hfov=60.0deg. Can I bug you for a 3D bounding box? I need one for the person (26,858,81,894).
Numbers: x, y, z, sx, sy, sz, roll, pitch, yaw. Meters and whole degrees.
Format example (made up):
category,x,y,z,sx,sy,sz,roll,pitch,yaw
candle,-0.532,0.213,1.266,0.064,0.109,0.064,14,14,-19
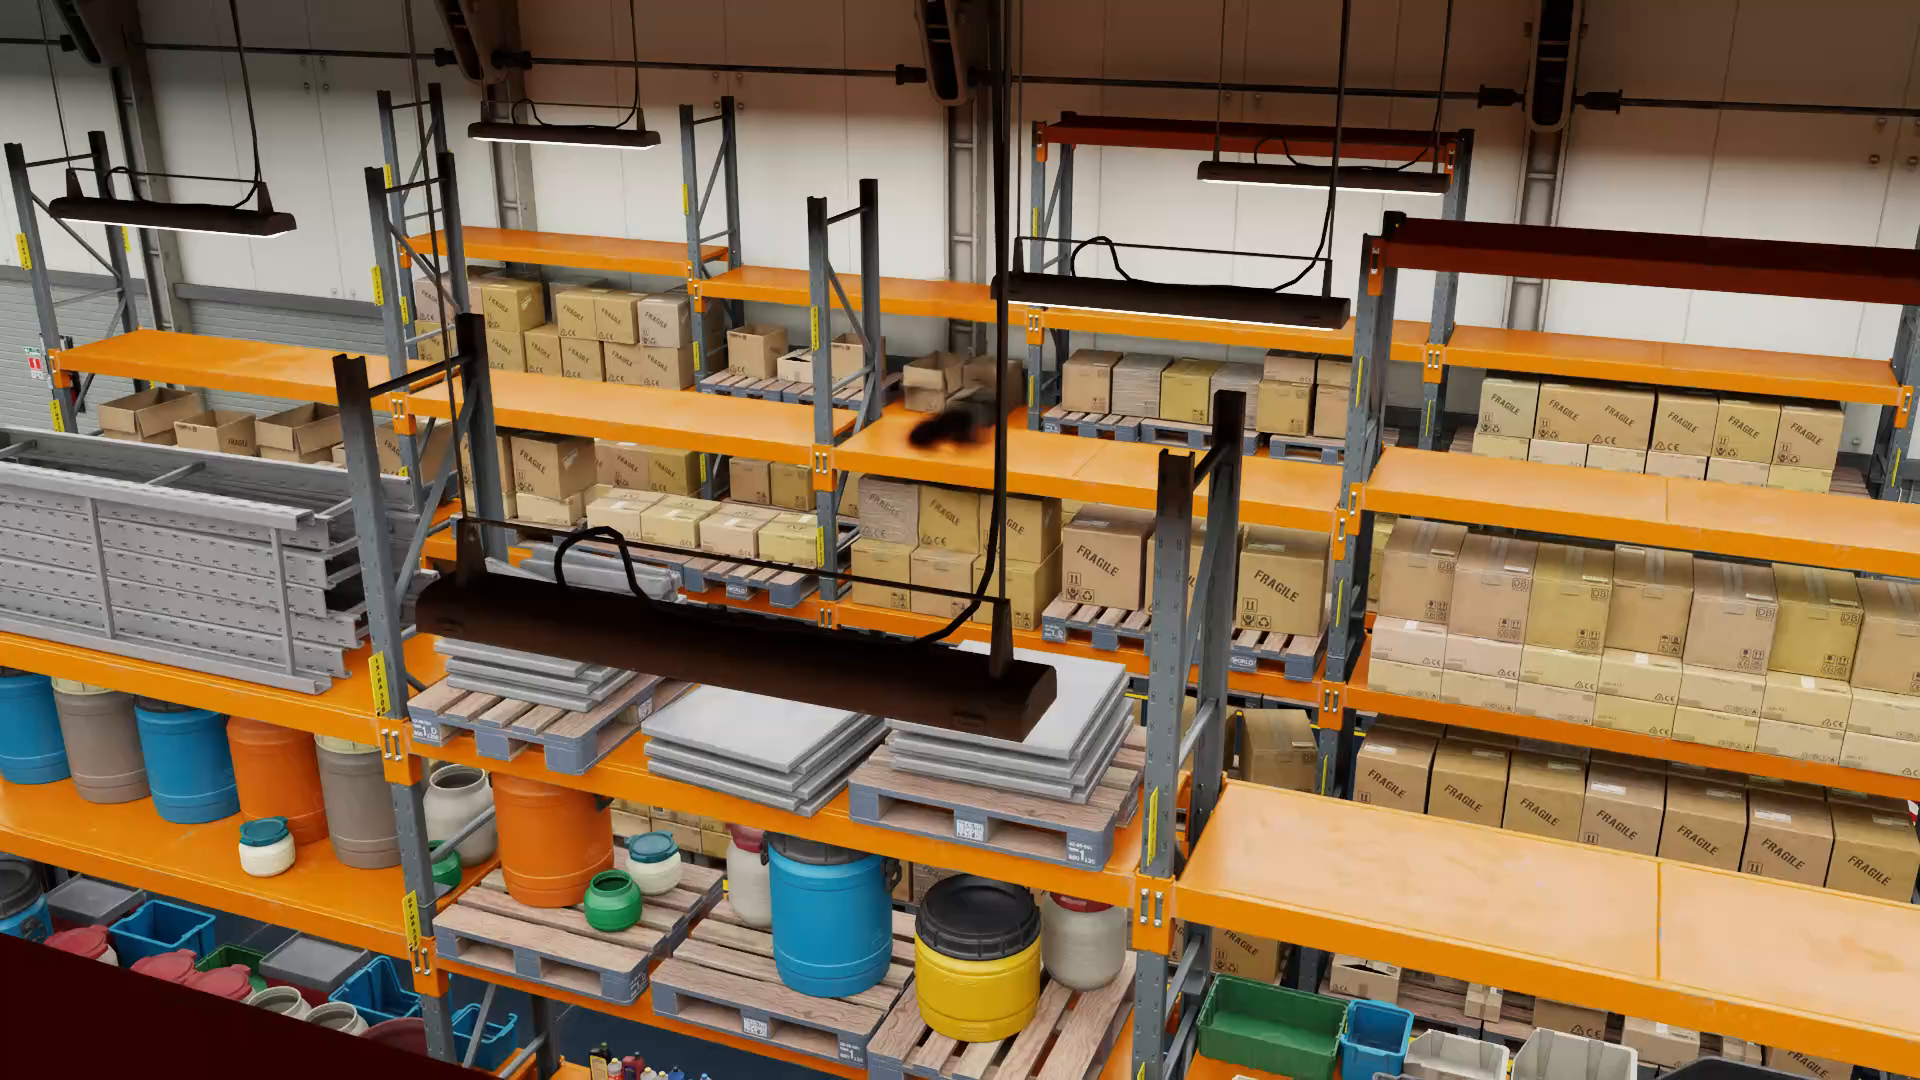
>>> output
category,x,y,z,sx,sy,sz,roll,pitch,yaw
person,-7.301,2.433,13.535,0.865,1.745,0.726,1,21,3
